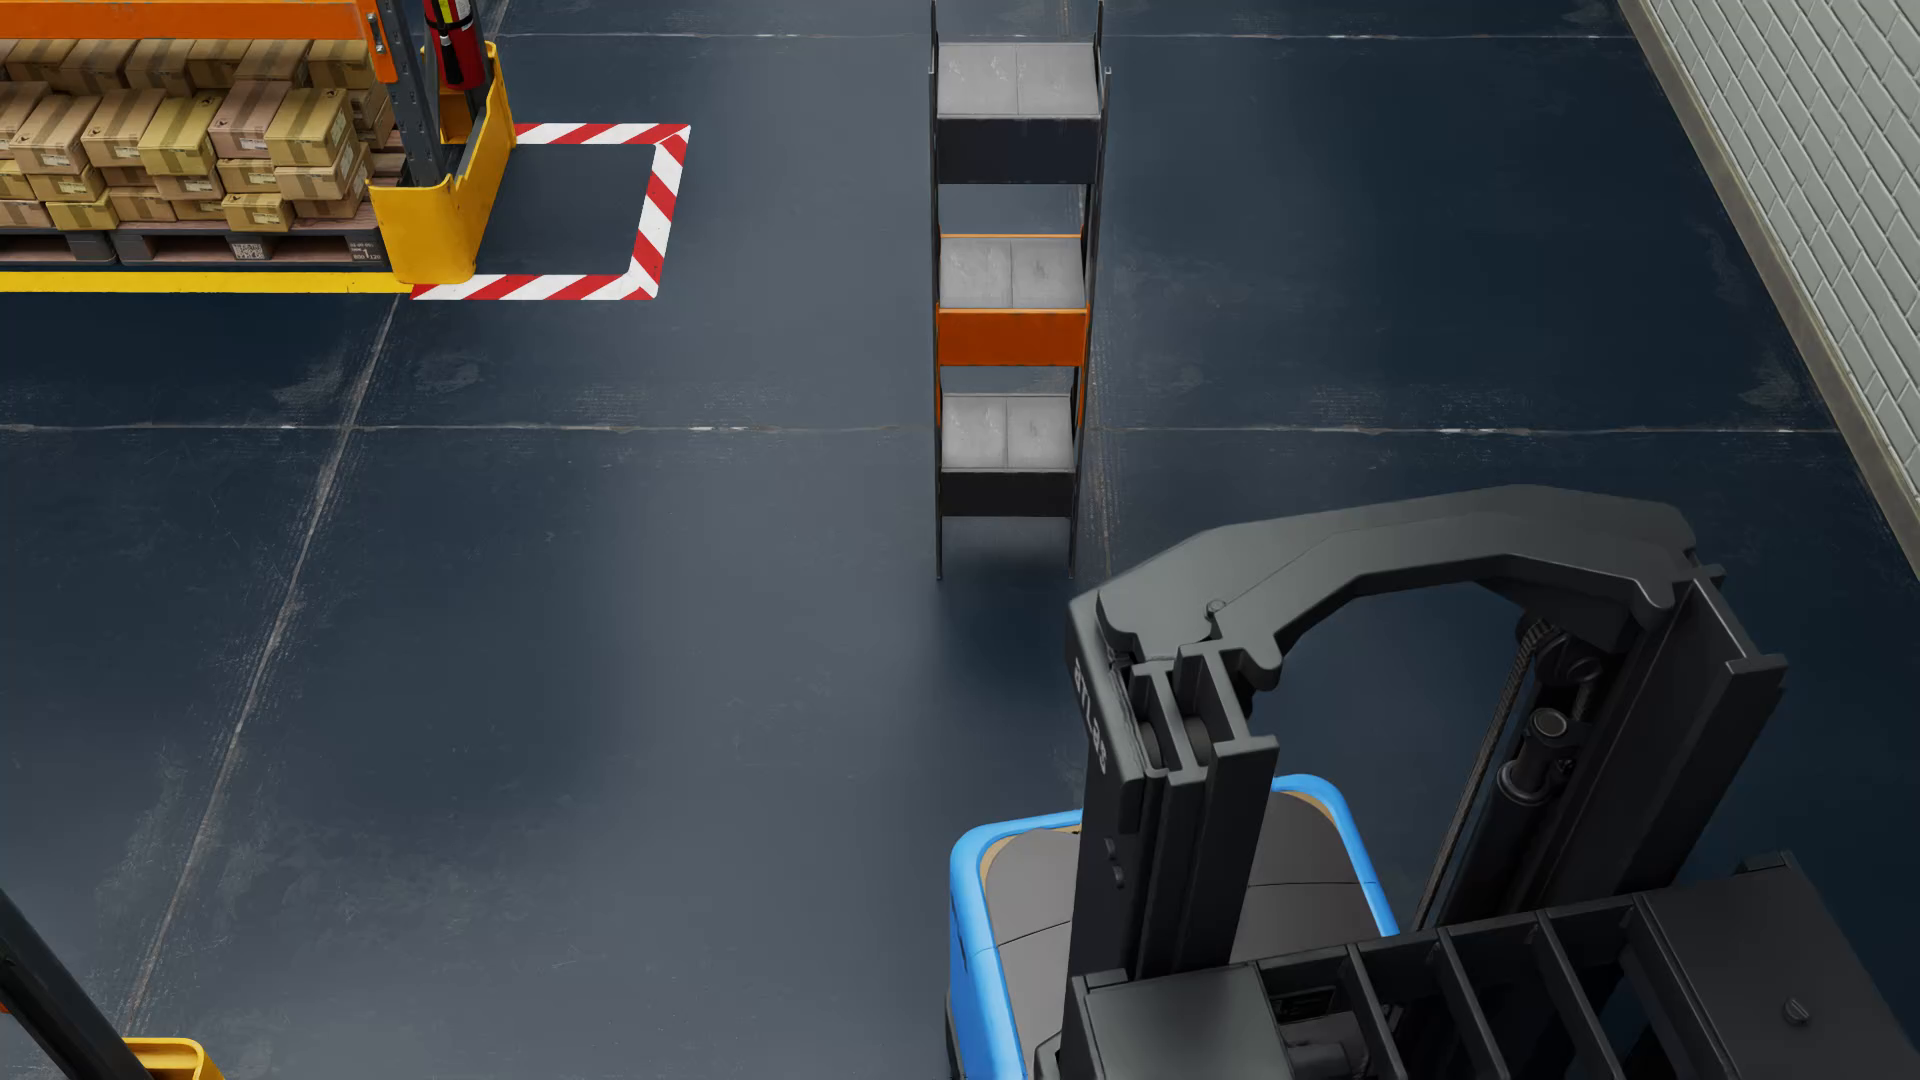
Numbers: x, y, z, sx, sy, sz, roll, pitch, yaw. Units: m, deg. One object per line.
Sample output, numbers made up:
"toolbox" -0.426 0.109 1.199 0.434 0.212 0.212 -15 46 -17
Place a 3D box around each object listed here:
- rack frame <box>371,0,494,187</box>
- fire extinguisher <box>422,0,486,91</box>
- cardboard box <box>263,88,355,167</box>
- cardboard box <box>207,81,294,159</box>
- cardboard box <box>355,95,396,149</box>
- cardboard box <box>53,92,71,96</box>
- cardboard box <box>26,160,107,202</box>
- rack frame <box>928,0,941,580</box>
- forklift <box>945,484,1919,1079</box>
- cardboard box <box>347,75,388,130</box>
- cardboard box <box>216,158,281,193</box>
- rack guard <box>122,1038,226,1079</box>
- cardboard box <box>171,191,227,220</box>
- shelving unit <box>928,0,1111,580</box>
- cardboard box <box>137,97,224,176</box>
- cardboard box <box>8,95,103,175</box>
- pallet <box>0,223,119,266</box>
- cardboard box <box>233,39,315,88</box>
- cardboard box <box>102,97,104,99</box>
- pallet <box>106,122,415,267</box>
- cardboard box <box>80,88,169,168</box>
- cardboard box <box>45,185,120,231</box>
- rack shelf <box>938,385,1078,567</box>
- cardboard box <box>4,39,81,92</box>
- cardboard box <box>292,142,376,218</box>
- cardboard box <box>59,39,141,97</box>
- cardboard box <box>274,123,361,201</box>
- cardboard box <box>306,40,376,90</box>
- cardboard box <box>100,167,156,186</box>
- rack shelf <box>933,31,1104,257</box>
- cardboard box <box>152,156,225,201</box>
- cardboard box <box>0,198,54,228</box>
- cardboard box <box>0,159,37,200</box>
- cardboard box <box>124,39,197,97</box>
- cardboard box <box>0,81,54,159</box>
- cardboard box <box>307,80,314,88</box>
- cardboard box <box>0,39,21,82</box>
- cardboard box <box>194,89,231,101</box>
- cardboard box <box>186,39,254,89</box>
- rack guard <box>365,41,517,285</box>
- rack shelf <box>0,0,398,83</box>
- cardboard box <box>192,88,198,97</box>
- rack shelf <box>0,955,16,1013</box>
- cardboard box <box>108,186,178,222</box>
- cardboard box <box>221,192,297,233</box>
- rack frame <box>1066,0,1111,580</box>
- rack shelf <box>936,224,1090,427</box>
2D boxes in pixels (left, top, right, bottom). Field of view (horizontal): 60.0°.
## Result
"rack frame" -2.242 -2.572 6.595 0.127 3.000 1.000 0 47 0
"fire extinguisher" -1.992 -2.080 6.444 0.183 0.674 0.296 0 47 0
"cardboard box" -2.772 -1.762 7.095 0.250 0.149 0.380 1 47 1
"cardboard box" -3.023 -1.805 7.135 0.250 0.149 0.380 1 47 1
"cardboard box" -2.765 -1.979 7.704 0.250 0.149 0.380 1 47 1
"cardboard box" -4.077 -1.994 7.514 0.250 0.149 0.380 2 47 2
"cardboard box" -3.808 -1.630 7.175 0.250 0.149 0.380 1 47 1
"rack frame" -0.078 -0.716 5.482 0.015 2.100 0.400 0 47 0
"forklift" 0.741 1.447 2.901 1.130 2.935 3.031 -8 48 -7
"cardboard box" -2.765 -2.034 7.552 0.250 0.149 0.380 2 47 2
"cardboard box" -3.032 -1.678 7.220 0.250 0.149 0.380 -1 47 -1
"rack guard" -2.135 1.903 4.137 0.348 0.500 1.175 0 47 0
"cardboard box" -3.290 -1.583 7.335 0.250 0.149 0.380 0 47 0
"shelving unit" 0.166 -0.715 5.481 0.503 2.100 0.431 0 47 0
"cardboard box" -3.283 -1.713 7.049 0.250 0.149 0.380 -1 47 -1
"cardboard box" -3.810 -1.720 7.056 0.250 0.149 0.380 2 47 2
"pallet" -4.347 -1.656 7.647 1.213 0.211 1.003 0 47 0
"cardboard box" -3.041 -2.109 7.418 0.250 0.149 0.380 1 47 1
"cardboard box" -3.805 -2.024 7.542 0.250 0.149 0.380 -2 47 -2
"pallet" -3.130 -1.650 7.642 1.213 0.211 1.003 0 47 0
"cardboard box" -3.541 -1.760 7.093 0.250 0.149 0.380 -2 47 -1
"cardboard box" -3.793 -1.529 7.284 0.250 0.149 0.380 -2 47 -2
"rack shelf" 0.166 -0.229 6.003 0.480 0.518 0.431 0 47 0
"cardboard box" -4.081 -2.186 7.489 0.250 0.149 0.380 1 47 1
"cardboard box" -2.769 -1.592 7.344 0.250 0.149 0.380 1 47 1
"cardboard box" -3.818 -2.151 7.458 0.250 0.149 0.380 2 47 2
"cardboard box" -2.771 -1.637 7.182 0.250 0.149 0.380 -1 47 -1
"cardboard box" -2.765 -2.196 7.499 0.250 0.149 0.380 -2 47 -2
"cardboard box" -3.559 -1.714 7.253 0.250 0.149 0.380 0 47 0
"rack shelf" 0.166 -1.183 4.979 0.480 0.518 0.431 0 47 0
"cardboard box" -3.290 -1.638 7.183 0.250 0.149 0.380 -2 47 -1
"cardboard box" -4.066 -1.544 7.299 0.250 0.149 0.380 1 47 1
"cardboard box" -4.065 -1.644 7.188 0.250 0.149 0.380 2 47 2
"cardboard box" -3.540 -2.144 7.450 0.250 0.149 0.380 -2 47 -2
"cardboard box" -4.073 -1.802 7.132 0.250 0.149 0.380 -1 47 -1
"cardboard box" -3.038 -2.076 7.591 0.250 0.149 0.380 0 47 0
"cardboard box" -4.332 -2.116 7.425 0.250 0.149 0.380 0 47 0
"cardboard box" -3.284 -2.012 7.531 0.250 0.149 0.380 1 47 1
"cardboard box" -3.292 -2.204 7.506 0.250 0.149 0.380 0 47 0
"rack guard" -2.318 -1.720 7.510 0.348 0.500 1.175 0 47 0
"rack shelf" -4.242 -2.332 6.863 4.000 0.370 1.077 0 47 0
"cardboard box" -3.540 -2.092 7.606 0.250 0.149 0.380 1 47 1
"rack shelf" -4.159 1.291 3.490 4.000 0.370 1.077 0 47 0
"cardboard box" -3.537 -1.574 7.326 0.250 0.149 0.380 1 47 1
"cardboard box" -3.027 -1.519 7.275 0.250 0.149 0.380 1 47 1
"rack frame" 0.410 -0.714 5.480 0.015 2.100 0.400 0 47 0
"rack shelf" 0.166 -0.706 5.491 0.480 0.518 0.431 0 47 0
